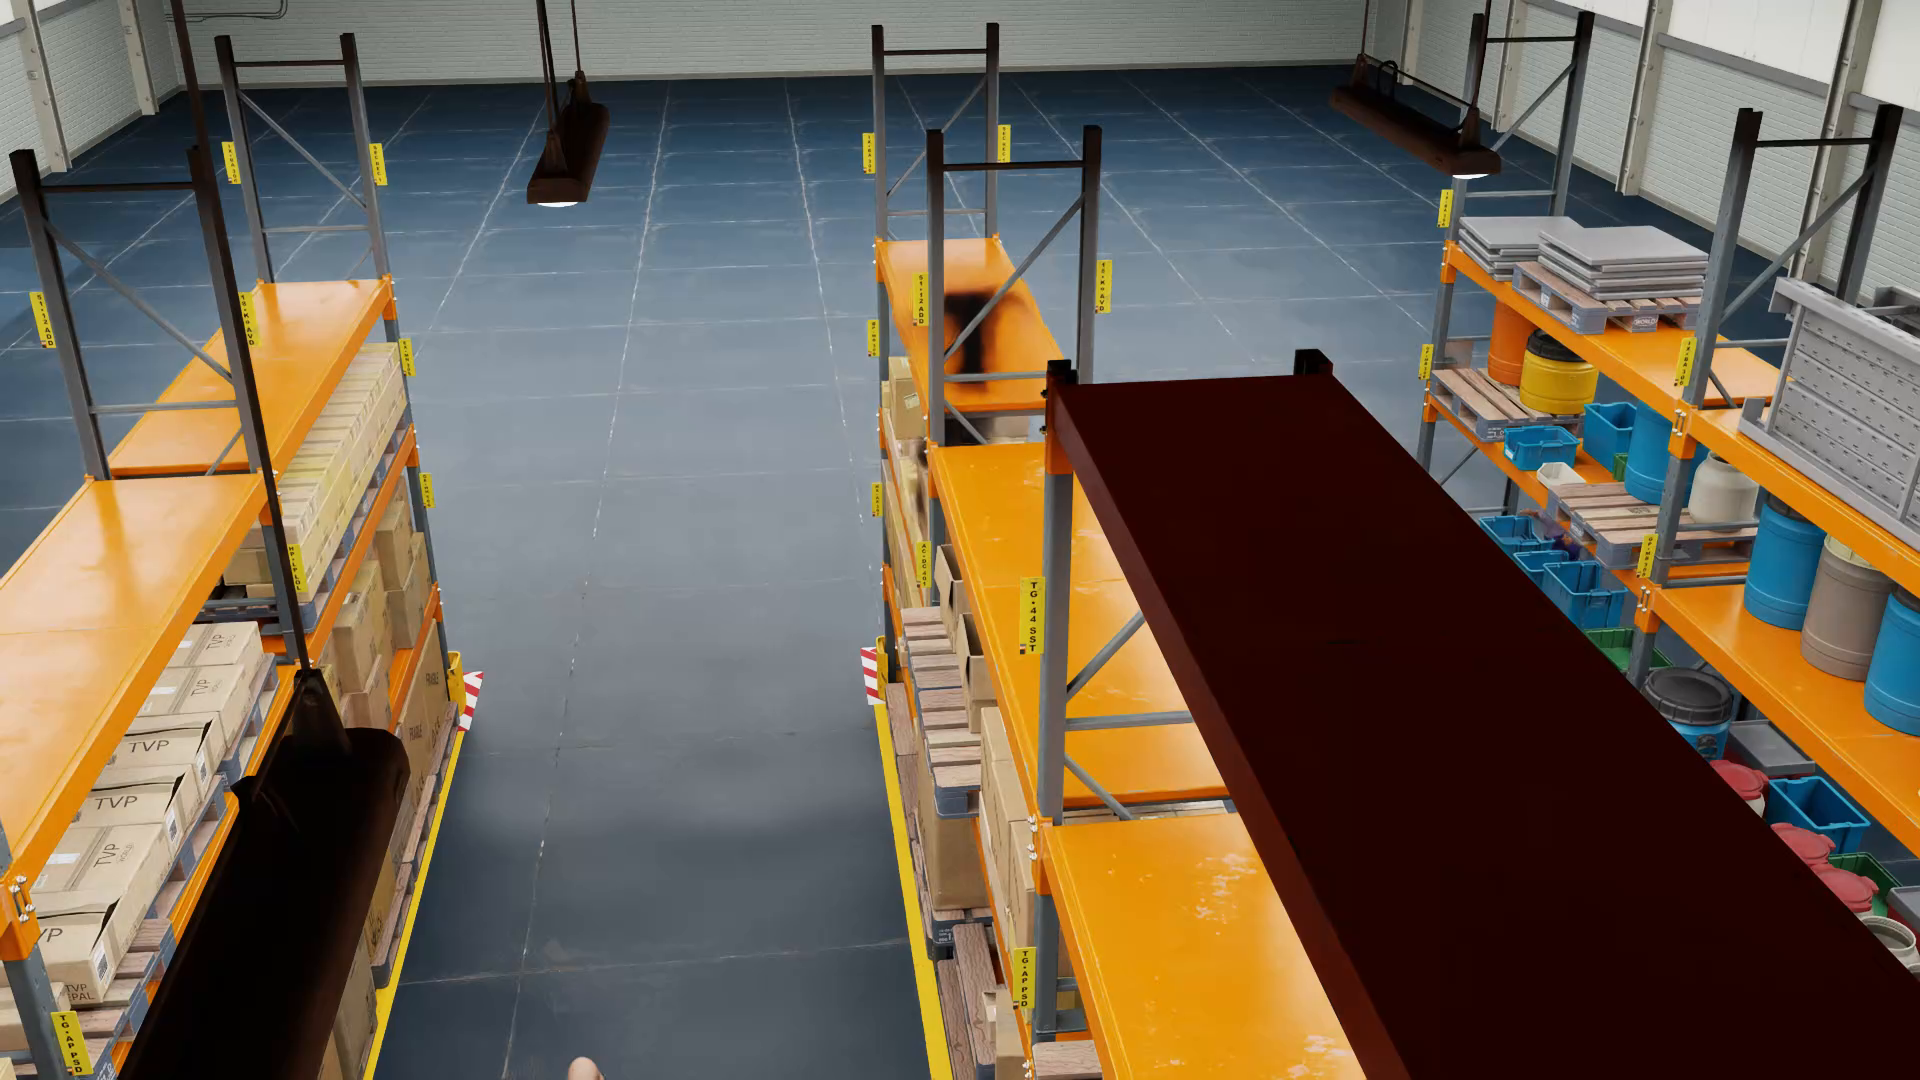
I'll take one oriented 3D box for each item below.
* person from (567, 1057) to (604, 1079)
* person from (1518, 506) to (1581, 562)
[{"bbox_3d":[-1.914,3.603,8.978,0.707,1.713,0.714,-10,27,-21],"label":"person"},{"bbox_3d":[5.969,0.098,16.540,0.900,1.649,0.624,10,27,21],"label":"person"}]
